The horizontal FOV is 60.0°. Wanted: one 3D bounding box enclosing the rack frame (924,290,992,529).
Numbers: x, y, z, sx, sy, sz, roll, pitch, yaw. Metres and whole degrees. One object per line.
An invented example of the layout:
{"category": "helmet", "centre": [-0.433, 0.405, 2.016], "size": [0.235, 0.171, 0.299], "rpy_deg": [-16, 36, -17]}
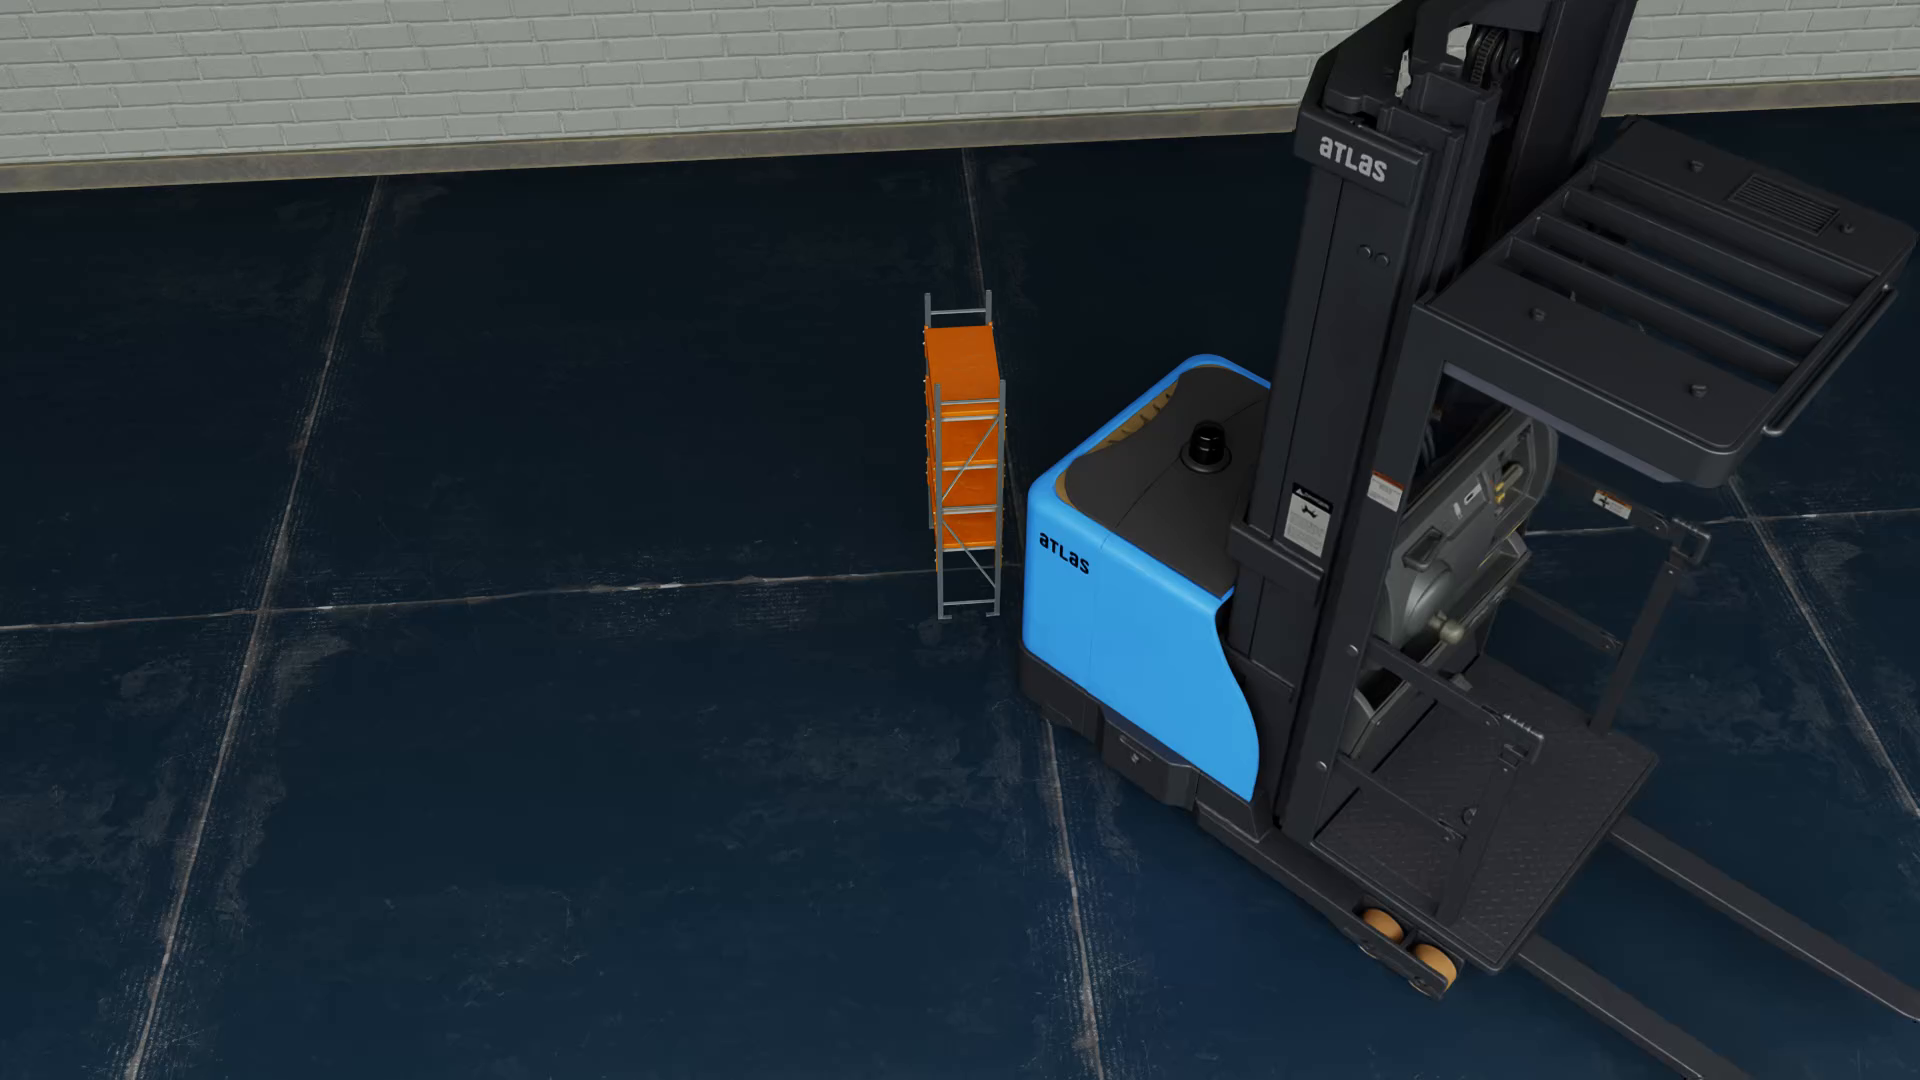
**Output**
{"category": "rack frame", "centre": [-0.007, -0.469, 6.368], "size": [0.240, 1.200, 0.015], "rpy_deg": [-3, 47, -3]}

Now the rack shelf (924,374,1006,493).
{"category": "rack shelf", "centre": [0.014, -0.400, 6.087], "size": [0.258, 0.148, 0.480], "rpy_deg": [-3, 47, -3]}

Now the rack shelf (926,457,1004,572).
{"category": "rack shelf", "centre": [0.014, -0.110, 6.394], "size": [0.258, 0.148, 0.480], "rpy_deg": [-3, 47, -3]}

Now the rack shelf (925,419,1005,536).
{"category": "rack shelf", "centre": [0.014, -0.247, 6.250], "size": [0.258, 0.148, 0.480], "rpy_deg": [-3, 47, -3]}

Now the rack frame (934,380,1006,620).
{"category": "rack frame", "centre": [0.034, -0.116, 6.034], "size": [0.240, 1.200, 0.015], "rpy_deg": [-3, 47, -3]}

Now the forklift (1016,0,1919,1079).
{"category": "forklift", "centre": [1.635, 0.021, 4.711], "size": [3.031, 2.935, 1.130], "rpy_deg": [33, 55, 28]}

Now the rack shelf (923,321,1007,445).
{"category": "rack shelf", "centre": [0.014, -0.563, 5.916], "size": [0.258, 0.148, 0.480], "rpy_deg": [-3, 47, -3]}

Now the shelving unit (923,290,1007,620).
{"category": "shelving unit", "centre": [0.014, -0.293, 6.201], "size": [0.258, 1.200, 0.503], "rpy_deg": [-3, 47, -3]}
